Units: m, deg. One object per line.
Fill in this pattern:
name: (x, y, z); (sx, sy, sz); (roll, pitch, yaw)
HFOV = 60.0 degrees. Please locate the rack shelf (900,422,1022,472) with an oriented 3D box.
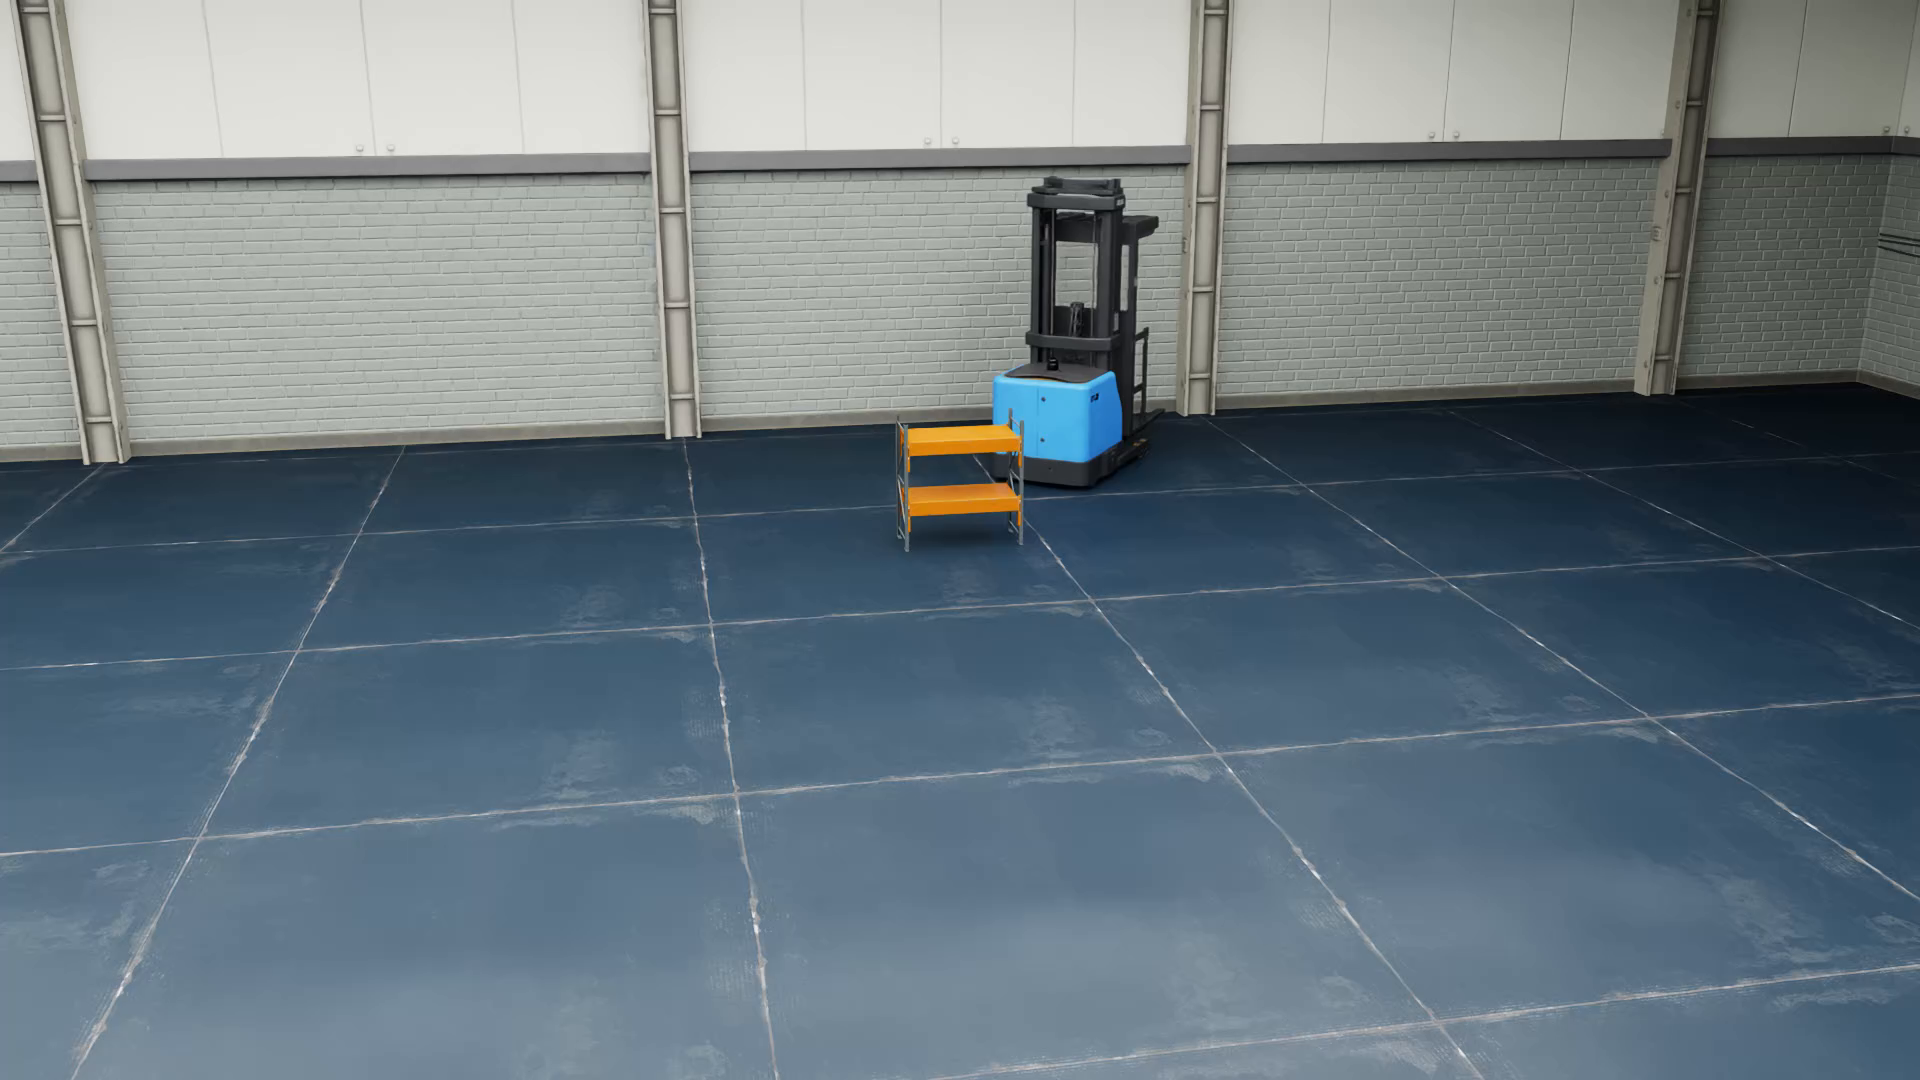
rack shelf: (-0.007, -0.817, 14.559); (1.000, 0.278, 0.538); (-3, 17, -10)

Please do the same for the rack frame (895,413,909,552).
rack frame: (-0.506, -0.509, 14.553); (0.032, 1.125, 0.500); (-3, 17, -10)

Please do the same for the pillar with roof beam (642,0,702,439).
pillar with roof beam: (-2.284, -4.237, 13.279); (0.400, 9.000, 9.100); (-3, 17, -10)

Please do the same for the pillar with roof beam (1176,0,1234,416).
pillar with roof beam: (3.607, -4.571, 14.367); (0.400, 9.000, 9.100); (-3, 17, -10)

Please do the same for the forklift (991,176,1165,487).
forklift: (1.389, -2.314, 17.354); (1.130, 2.935, 3.031); (8, 19, 24)

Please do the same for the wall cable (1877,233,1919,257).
wall cable: (11.825, -4.445, 19.245); (0.112, 2.526, 3.097); (-3, 17, -10)

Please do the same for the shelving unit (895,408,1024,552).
shelving unit: (-0.007, -0.537, 14.645); (1.048, 1.125, 0.538); (-3, 17, -10)

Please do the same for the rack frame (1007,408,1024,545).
rack frame: (0.492, -0.566, 14.738); (0.032, 1.125, 0.500); (-3, 17, -10)

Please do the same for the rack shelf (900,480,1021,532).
rack shelf: (-0.007, -0.304, 14.717); (1.000, 0.278, 0.538); (-3, 17, -10)

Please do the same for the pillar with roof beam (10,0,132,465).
pillar with roof beam: (-8.175, -3.902, 12.191); (0.400, 9.000, 9.100); (-3, 17, -10)

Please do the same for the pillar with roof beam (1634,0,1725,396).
pillar with roof beam: (9.498, -4.905, 15.455); (0.400, 9.000, 9.100); (-3, 17, -10)
